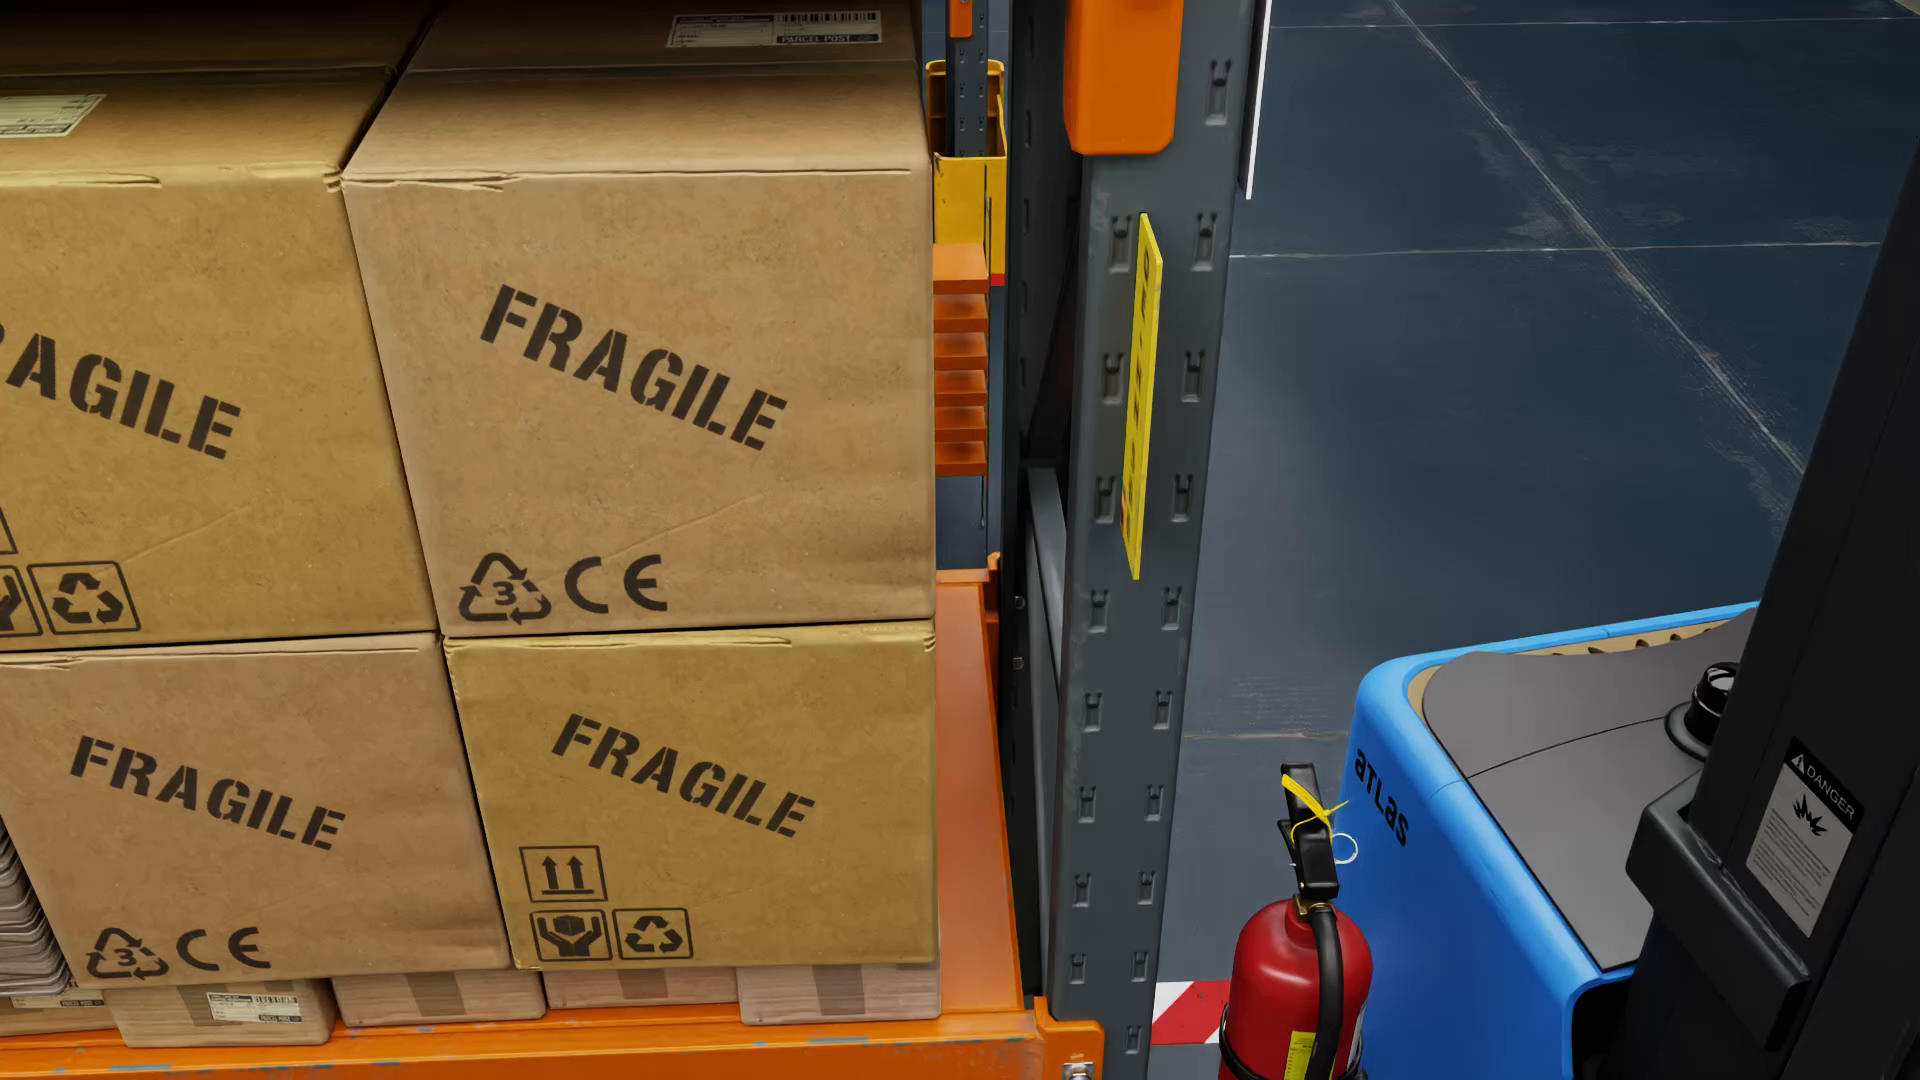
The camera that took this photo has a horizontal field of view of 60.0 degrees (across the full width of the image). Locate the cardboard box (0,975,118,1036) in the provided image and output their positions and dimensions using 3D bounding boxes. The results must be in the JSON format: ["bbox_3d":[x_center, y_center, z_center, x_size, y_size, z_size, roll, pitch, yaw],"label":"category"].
[{"bbox_3d":[-1.175,0.451,2.183,0.250,0.149,0.380,-3,35,-4],"label":"cardboard box"}]

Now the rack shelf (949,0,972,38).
[{"bbox_3d":[-1.976,-2.305,6.577,4.000,0.370,1.077,-2,35,-2],"label":"rack shelf"}]

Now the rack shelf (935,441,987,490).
[{"bbox_3d":[-0.014,-0.259,5.070,0.180,0.103,0.258,-2,35,-2],"label":"rack shelf"}]

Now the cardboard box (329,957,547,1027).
[{"bbox_3d":[-0.657,0.441,2.198,0.250,0.149,0.380,-2,35,-3],"label":"cardboard box"}]

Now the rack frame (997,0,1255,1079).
[{"bbox_3d":[0.155,0.167,2.373,0.127,3.000,1.000,-2,35,-2],"label":"rack frame"}]

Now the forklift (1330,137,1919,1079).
[{"bbox_3d":[1.546,0.653,1.730,1.130,2.935,3.031,-8,35,-11],"label":"forklift"}]

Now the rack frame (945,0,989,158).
[{"bbox_3d":[0.021,-2.655,6.450,0.127,3.000,1.000,-2,35,-2],"label":"rack frame"}]

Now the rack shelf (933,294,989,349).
[{"bbox_3d":[-0.014,-0.654,4.797,0.180,0.103,0.258,-2,35,-2],"label":"rack shelf"}]

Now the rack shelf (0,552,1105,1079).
[{"bbox_3d":[-1.842,0.517,2.499,4.000,0.370,1.077,-2,35,-2],"label":"rack shelf"}]

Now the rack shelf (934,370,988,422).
[{"bbox_3d":[-0.014,-0.456,4.933,0.180,0.103,0.258,-2,35,-2],"label":"rack shelf"}]

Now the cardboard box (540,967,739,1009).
[{"bbox_3d":[-0.407,0.425,2.220,0.250,0.149,0.380,-2,35,-2],"label":"cardboard box"}]

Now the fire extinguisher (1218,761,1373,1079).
[{"bbox_3d":[0.429,0.608,2.131,0.183,0.674,0.296,-2,35,-2],"label":"fire extinguisher"}]

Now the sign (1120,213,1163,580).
[{"bbox_3d":[0.162,-0.123,1.497,0.005,0.325,0.100,-2,35,-2],"label":"sign"}]

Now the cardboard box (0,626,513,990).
[{"bbox_3d":[-0.796,0.173,2.015,0.500,0.500,0.500,-2,35,-3],"label":"cardboard box"}]

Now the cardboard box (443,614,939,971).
[{"bbox_3d":[-0.281,0.162,2.031,0.500,0.500,0.500,-1,35,-1],"label":"cardboard box"}]

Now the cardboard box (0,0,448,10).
[{"bbox_3d":[-0.809,-0.529,2.151,0.500,0.500,0.500,-1,35,-1],"label":"cardboard box"}]

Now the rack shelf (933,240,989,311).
[{"bbox_3d":[-0.014,-0.752,4.728,0.180,0.103,0.258,-2,35,-2],"label":"rack shelf"}]

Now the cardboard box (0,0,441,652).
[{"bbox_3d":[-0.796,-0.240,1.733,0.500,0.500,0.500,-3,35,-4],"label":"cardboard box"}]

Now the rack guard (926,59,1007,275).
[{"bbox_3d":[0.045,-1.628,7.163,0.348,0.500,1.175,-2,35,-2],"label":"rack guard"}]

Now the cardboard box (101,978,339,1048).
[{"bbox_3d":[-0.911,0.461,2.169,0.250,0.149,0.380,-1,35,-1],"label":"cardboard box"}]

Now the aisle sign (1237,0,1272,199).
[{"bbox_3d":[0.242,-0.733,1.389,0.004,0.787,0.394,-2,35,-2],"label":"aisle sign"}]

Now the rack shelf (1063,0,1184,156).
[{"bbox_3d":[-1.842,-0.717,1.646,4.000,0.370,1.077,-2,35,-2],"label":"rack shelf"}]

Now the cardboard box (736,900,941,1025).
[{"bbox_3d":[-0.157,0.440,2.199,0.250,0.149,0.380,-1,35,-2],"label":"cardboard box"}]

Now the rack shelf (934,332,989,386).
[{"bbox_3d":[-0.014,-0.555,4.865,0.180,0.103,0.258,-2,35,-2],"label":"rack shelf"}]

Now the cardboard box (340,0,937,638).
[{"bbox_3d":[-0.290,-0.254,1.753,0.500,0.500,0.500,-2,35,-3],"label":"cardboard box"}]

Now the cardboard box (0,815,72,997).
[{"bbox_3d":[-1.302,0.192,1.987,0.500,0.500,0.500,-1,35,-2],"label":"cardboard box"}]

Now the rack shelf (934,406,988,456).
[{"bbox_3d":[-0.014,-0.358,5.002,0.180,0.103,0.258,-2,35,-2],"label":"rack shelf"}]

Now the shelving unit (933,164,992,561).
[{"bbox_3d":[-0.014,-0.493,4.908,0.189,1.200,0.258,-2,35,-2],"label":"shelving unit"}]

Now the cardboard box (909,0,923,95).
[{"bbox_3d":[-0.306,-0.546,2.176,0.500,0.500,0.500,-2,35,-3],"label":"cardboard box"}]

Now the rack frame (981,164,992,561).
[{"bbox_3d":[0.077,-0.495,4.912,0.006,1.200,0.240,-2,35,-2],"label":"rack frame"}]
